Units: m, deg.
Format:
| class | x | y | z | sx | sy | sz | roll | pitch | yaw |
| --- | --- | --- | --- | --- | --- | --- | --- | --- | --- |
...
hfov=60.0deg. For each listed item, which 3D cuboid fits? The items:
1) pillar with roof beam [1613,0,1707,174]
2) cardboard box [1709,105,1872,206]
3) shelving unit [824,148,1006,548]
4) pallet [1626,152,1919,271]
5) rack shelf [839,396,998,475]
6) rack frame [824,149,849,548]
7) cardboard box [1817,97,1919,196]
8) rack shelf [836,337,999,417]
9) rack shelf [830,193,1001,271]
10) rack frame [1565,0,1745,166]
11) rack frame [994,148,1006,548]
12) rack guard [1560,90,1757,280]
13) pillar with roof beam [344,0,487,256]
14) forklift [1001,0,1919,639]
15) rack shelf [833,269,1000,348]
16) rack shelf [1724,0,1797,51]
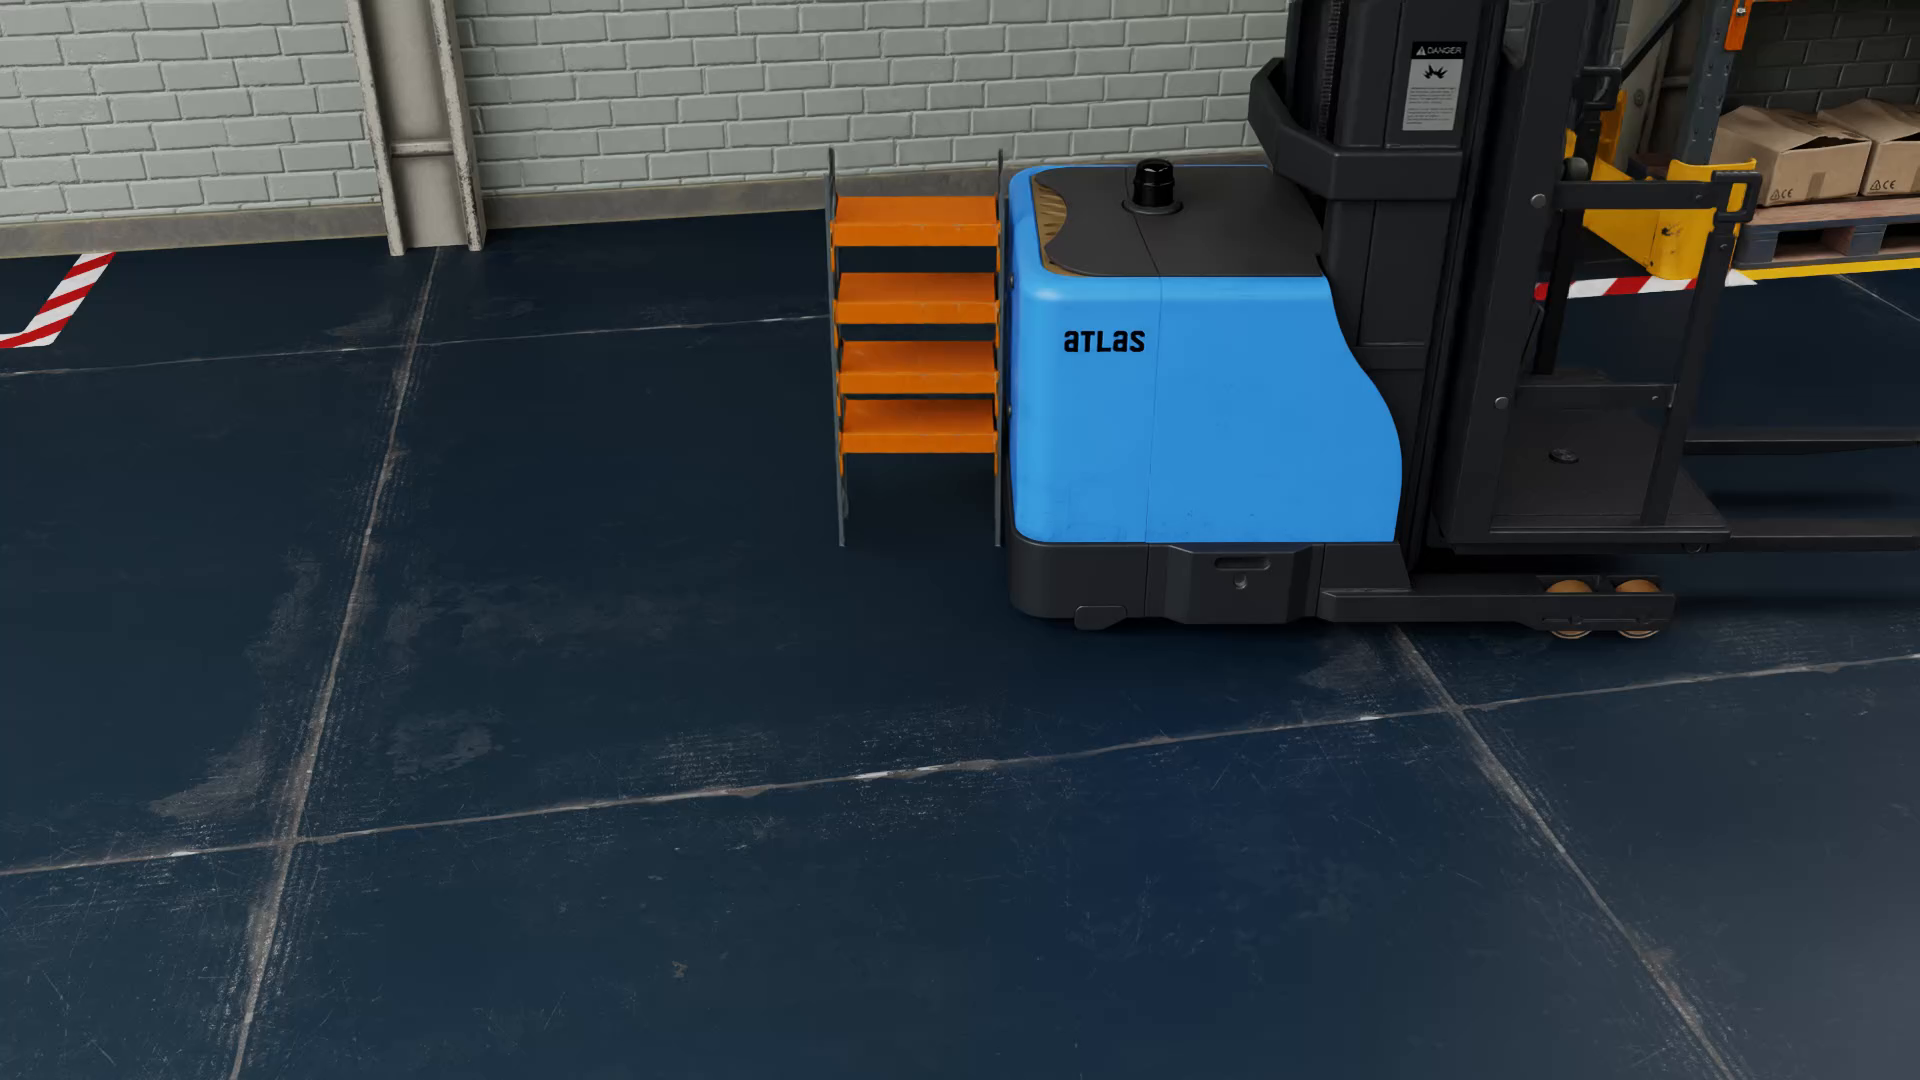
| class | x | y | z | sx | sy | sz | roll | pitch | yaw |
| --- | --- | --- | --- | --- | --- | --- | --- | --- | --- |
| pillar with roof beam | 4.312 | -3.640 | 2.563 | 0.400 | 9.000 | 9.100 | -5 | 31 | -9 |
| cardboard box | 3.700 | -1.754 | 7.493 | 0.500 | 0.311 | 0.500 | -9 | 32 | -15 |
| shelving unit | -0.126 | -0.554 | 5.008 | 0.503 | 1.200 | 0.258 | 0 | 30 | 0 |
| pallet | 3.884 | -1.567 | 7.706 | 1.213 | 0.211 | 1.003 | -5 | 31 | -9 |
| rack shelf | -0.126 | -0.325 | 5.143 | 0.480 | 0.148 | 0.258 | 0 | 30 | 0 |
| rack frame | -0.370 | -0.553 | 5.007 | 0.015 | 1.200 | 0.240 | 0 | 30 | 0 |
| cardboard box | 4.261 | -1.806 | 7.581 | 0.500 | 0.311 | 0.500 | -3 | 31 | -5 |
| rack shelf | -0.126 | -0.496 | 5.042 | 0.480 | 0.148 | 0.258 | 0 | 30 | 0 |
| rack shelf | -0.126 | -0.893 | 4.809 | 0.480 | 0.148 | 0.258 | 0 | 30 | 0 |
| rack frame | 3.004 | -2.705 | 6.892 | 0.127 | 3.000 | 1.000 | -5 | 31 | -9 |
| rack frame | 0.118 | -0.554 | 5.009 | 0.015 | 1.200 | 0.240 | 0 | 30 | 0 |
| rack guard | 3.078 | -1.635 | 7.537 | 0.348 | 0.500 | 1.175 | -5 | 31 | -9 |
| pillar with roof beam | -1.590 | -3.092 | 1.631 | 0.400 | 9.000 | 9.100 | -5 | 31 | -9 |
| forklift | 1.656 | -1.251 | 4.485 | 3.031 | 2.935 | 1.130 | 0 | 30 | 0 |
| rack shelf | -0.126 | -0.689 | 4.929 | 0.480 | 0.148 | 0.258 | 0 | 30 | 0 |
| rack shelf | 4.971 | -2.578 | 7.384 | 4.000 | 0.370 | 1.077 | -5 | 31 | -9 |
